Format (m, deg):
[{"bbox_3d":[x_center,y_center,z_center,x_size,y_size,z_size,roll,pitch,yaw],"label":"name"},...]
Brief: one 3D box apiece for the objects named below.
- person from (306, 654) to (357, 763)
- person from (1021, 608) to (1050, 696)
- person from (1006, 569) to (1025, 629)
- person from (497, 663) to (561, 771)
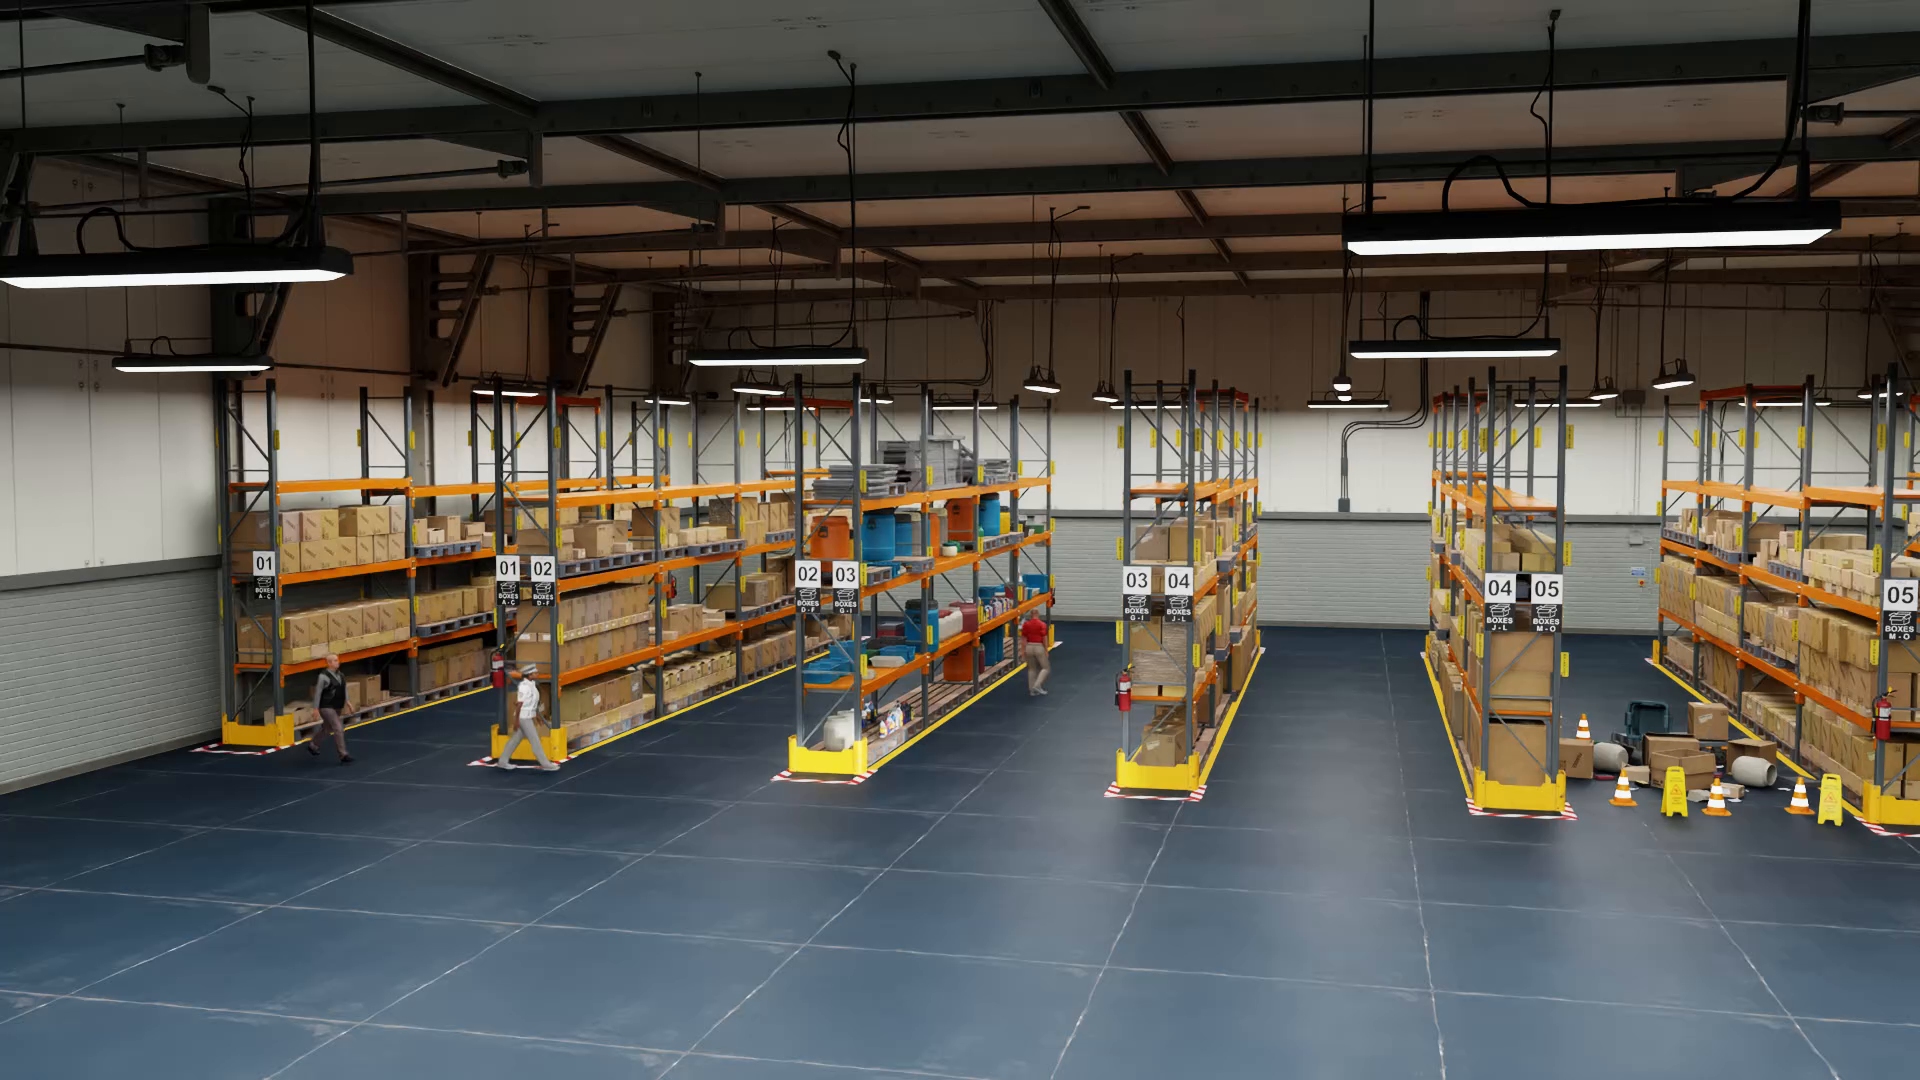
[{"bbox_3d":[-9.807,2.608,25.855,1.067,1.672,0.576,2,4,25],"label":"person"},{"bbox_3d":[1.472,2.194,32.512,0.589,1.724,0.555,1,4,23],"label":"person"},{"bbox_3d":[1.517,1.534,43.869,0.702,1.681,0.656,2,4,25],"label":"person"},{"bbox_3d":[-6.504,2.660,25.074,1.013,1.613,0.511,0,3,2],"label":"person"}]
